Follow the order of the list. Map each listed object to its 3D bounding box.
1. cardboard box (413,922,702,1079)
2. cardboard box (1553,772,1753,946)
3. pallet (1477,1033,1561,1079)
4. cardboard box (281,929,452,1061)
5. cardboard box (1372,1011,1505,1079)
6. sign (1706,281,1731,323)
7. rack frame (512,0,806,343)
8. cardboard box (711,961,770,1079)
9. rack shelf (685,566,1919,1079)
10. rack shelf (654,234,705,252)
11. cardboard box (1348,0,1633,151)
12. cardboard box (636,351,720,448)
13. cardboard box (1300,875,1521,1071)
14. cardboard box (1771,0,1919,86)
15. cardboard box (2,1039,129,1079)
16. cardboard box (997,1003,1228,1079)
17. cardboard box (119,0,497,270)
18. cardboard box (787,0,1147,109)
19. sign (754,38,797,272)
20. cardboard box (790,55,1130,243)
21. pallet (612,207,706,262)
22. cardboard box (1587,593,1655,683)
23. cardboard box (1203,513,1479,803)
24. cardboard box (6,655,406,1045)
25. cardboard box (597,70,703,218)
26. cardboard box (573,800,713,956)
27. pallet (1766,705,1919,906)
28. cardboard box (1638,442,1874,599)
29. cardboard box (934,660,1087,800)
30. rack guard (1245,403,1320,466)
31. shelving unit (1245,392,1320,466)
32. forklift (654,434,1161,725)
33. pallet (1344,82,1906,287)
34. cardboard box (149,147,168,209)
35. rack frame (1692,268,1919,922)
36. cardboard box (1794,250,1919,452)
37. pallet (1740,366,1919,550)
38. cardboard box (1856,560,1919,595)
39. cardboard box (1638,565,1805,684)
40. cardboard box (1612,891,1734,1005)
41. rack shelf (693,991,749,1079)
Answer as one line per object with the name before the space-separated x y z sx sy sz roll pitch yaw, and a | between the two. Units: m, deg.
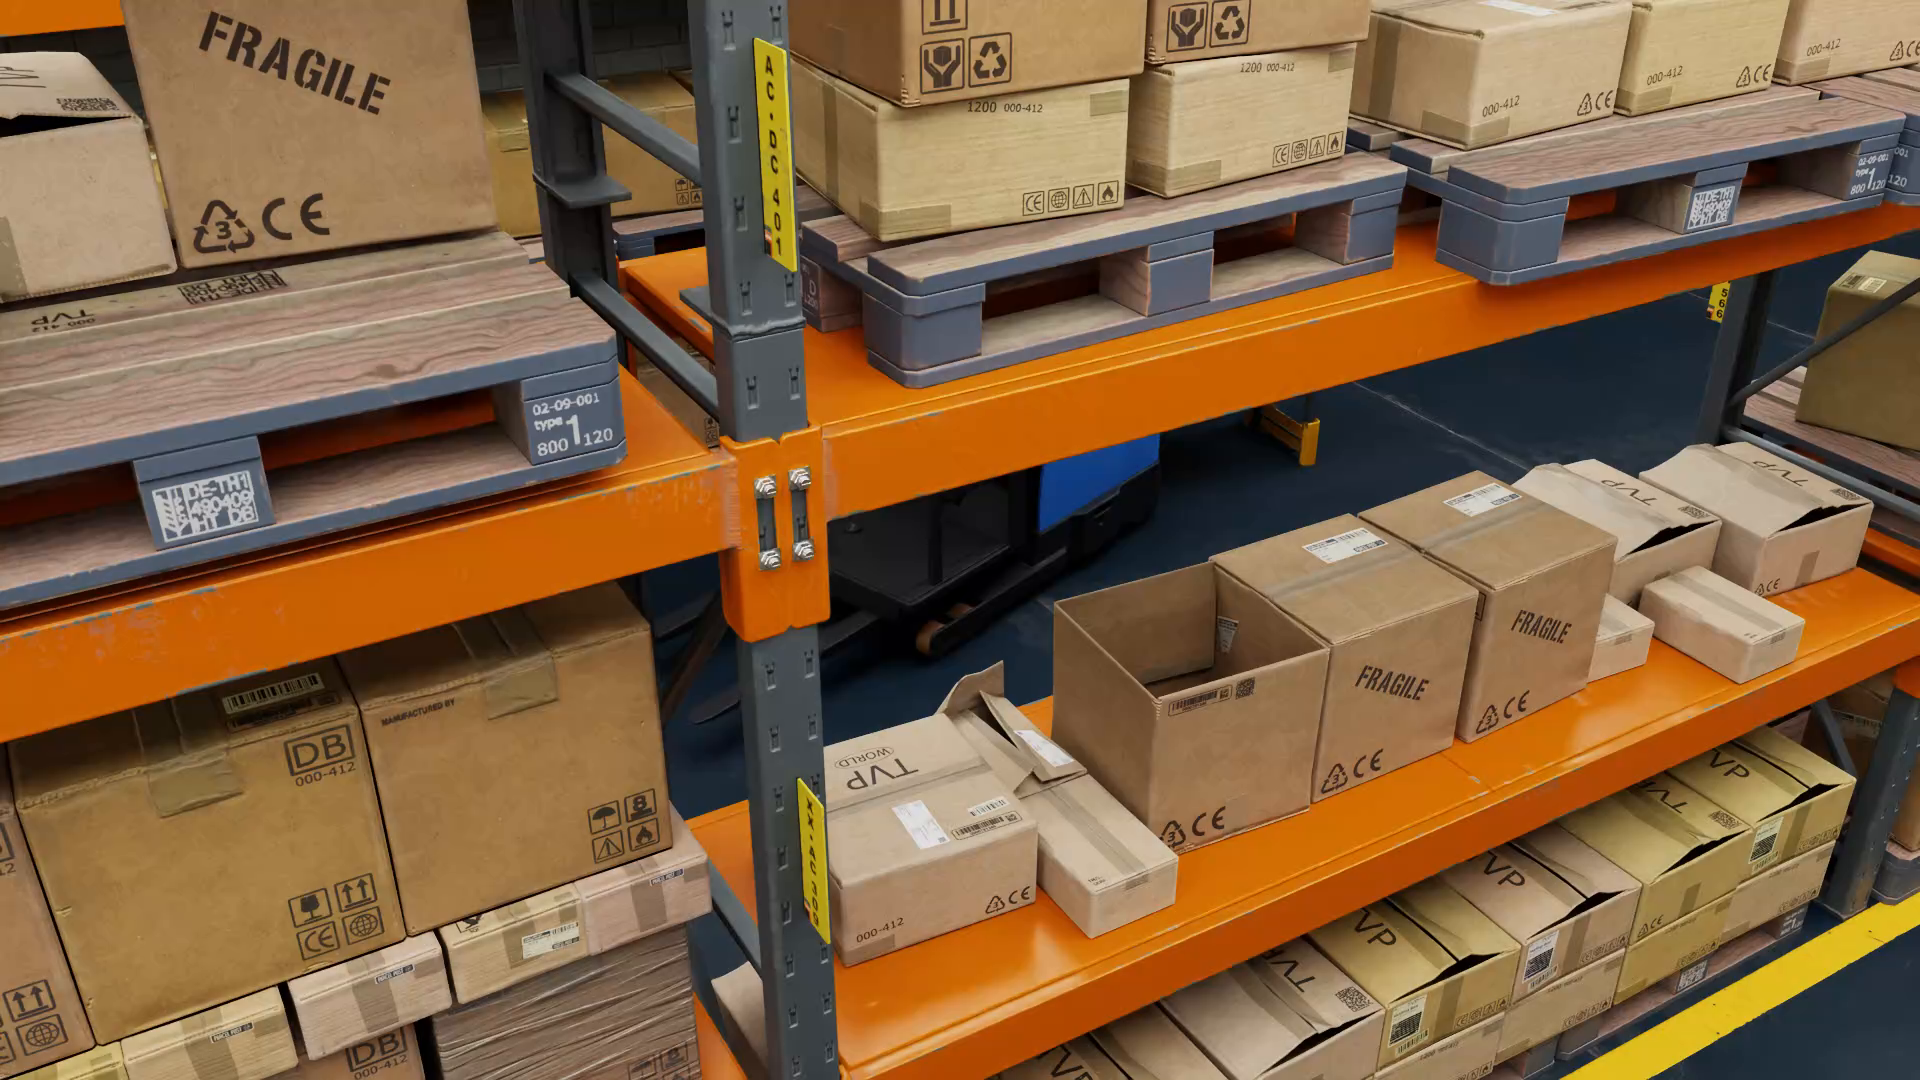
cardboard box | -0.933 0.848 3.505 0.500 0.500 0.700 -17 33 -28
cardboard box | 2.124 0.937 5.278 0.500 0.311 0.500 -16 33 -27
pallet | 1.115 1.505 5.305 1.213 0.211 1.003 -16 33 -26
cardboard box | -1.118 0.734 3.041 0.250 0.149 0.380 -17 33 -28
cardboard box | 1.246 1.429 4.968 0.500 0.250 0.500 -15 32 -25
sign | 2.612 -0.894 5.650 0.005 0.325 0.100 -16 33 -26
rack frame | -0.553 -1.846 2.281 0.127 3.000 1.000 -16 33 -26
cardboard box | -0.349 1.337 4.554 0.500 0.311 0.500 -16 33 -26
rack shelf | 1.171 0.606 4.791 4.000 0.370 1.077 -16 33 -26
rack shelf | -1.342 -1.456 8.529 4.000 0.370 1.077 -16 33 -26
cardboard box | 1.126 -1.093 3.742 0.500 0.250 0.500 -19 34 -30
cardboard box | -1.559 -0.823 8.768 0.500 0.500 0.700 -15 32 -26
cardboard box | 1.254 1.181 4.836 0.500 0.311 0.500 -15 32 -25
cardboard box | 2.090 -1.359 4.225 0.500 0.250 0.500 -15 32 -25
cardboard box | -1.557 0.857 2.817 0.250 0.149 0.380 -16 33 -27
cardboard box | 0.363 1.438 4.371 0.500 0.311 0.500 -16 33 -27
cardboard box | -1.121 -0.808 2.822 0.500 0.500 0.500 -13 31 -22
cardboard box | -0.001 -1.113 3.003 0.500 0.500 0.500 -15 32 -26
sign | -0.271 -0.563 2.443 0.005 0.325 0.100 -16 33 -26
cardboard box | -0.017 -0.797 3.207 0.500 0.250 0.500 -12 31 -21
pallet | -1.303 -1.675 8.380 1.213 0.211 1.003 -16 33 -26
cardboard box | 1.824 0.247 4.957 0.250 0.149 0.380 -13 32 -23
cardboard box | 1.003 0.304 4.490 0.500 0.500 0.500 -16 33 -26
cardboard box | -1.368 0.405 2.966 0.500 0.500 0.700 -16 33 -26
cardboard box | -1.573 -1.937 8.096 0.500 0.500 0.700 -11 31 -20
cardboard box | -0.679 0.609 3.267 0.250 0.149 0.380 -16 33 -26
pallet | 3.558 0.856 6.481 1.213 0.211 1.003 -16 33 -26
cardboard box | 2.560 -0.088 5.398 0.500 0.311 0.500 -14 32 -23
cardboard box | 0.112 0.548 4.292 0.258 0.266 0.396 -17 33 -28
rack guard | 1.768 -0.643 9.156 0.087 0.250 0.587 -13 31 -22
shelving unit | 1.317 -1.088 8.669 1.083 1.500 0.587 -13 31 -22
forklift | -0.317 -1.035 7.092 1.130 2.935 3.031 22 36 34
pallet | 1.393 -0.950 3.959 1.213 0.211 1.003 -14 32 -24
cardboard box | -3.317 -1.309 6.875 0.500 0.500 0.500 -16 33 -26
rack frame | 2.895 -0.198 5.505 0.127 3.000 1.000 -16 33 -26
cardboard box | 3.381 -0.627 5.743 0.700 0.500 0.500 22 36 34
pallet | 3.444 -0.309 5.905 1.003 0.211 1.213 -16 33 -26
cardboard box | 3.629 0.033 6.441 0.500 0.250 0.500 -15 32 -24
cardboard box | 2.260 0.247 4.958 0.250 0.149 0.380 -16 33 -26
cardboard box | 2.123 1.180 5.419 0.500 0.250 0.500 -16 33 -27
rack shelf | -2.278 1.585 3.017 4.000 0.370 1.077 -16 33 -26
